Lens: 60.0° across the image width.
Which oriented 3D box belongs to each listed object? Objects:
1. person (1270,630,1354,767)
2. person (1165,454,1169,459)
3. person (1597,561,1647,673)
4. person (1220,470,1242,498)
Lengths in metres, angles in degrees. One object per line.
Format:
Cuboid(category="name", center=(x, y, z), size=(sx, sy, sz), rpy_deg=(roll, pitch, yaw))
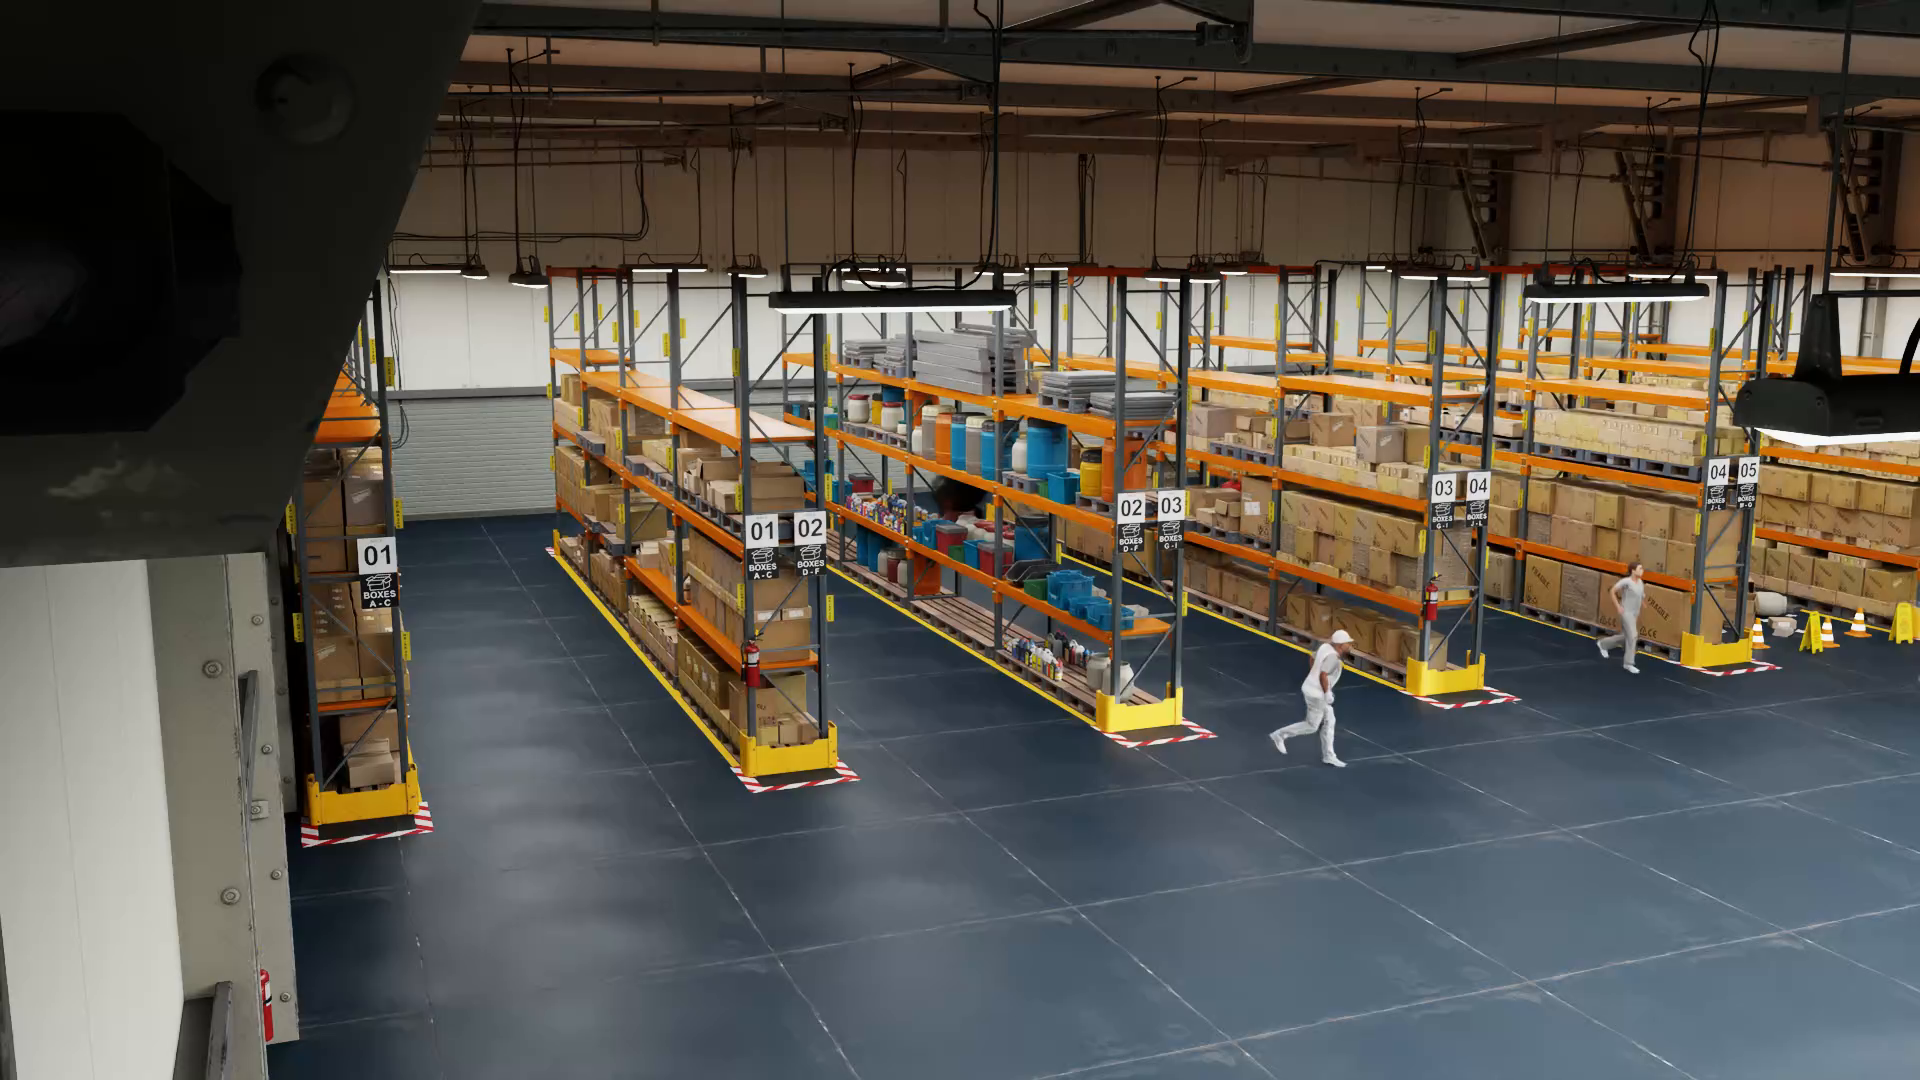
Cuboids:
Cuboid(category="person", center=(4.350, 1.960, 20.605), size=(1.000, 1.726, 0.673), rpy_deg=(0, 10, -2))
Cuboid(category="person", center=(4.699, -1.147, 38.402), size=(0.563, 1.679, 0.627), rpy_deg=(-4, 11, -21))
Cuboid(category="person", center=(10.218, 1.134, 25.479), size=(0.603, 1.654, 0.862), rpy_deg=(-6, 12, -32))
Cuboid(category="person", center=(5.867, -0.649, 35.480), size=(0.692, 1.687, 0.615), rpy_deg=(-3, 10, -16))
